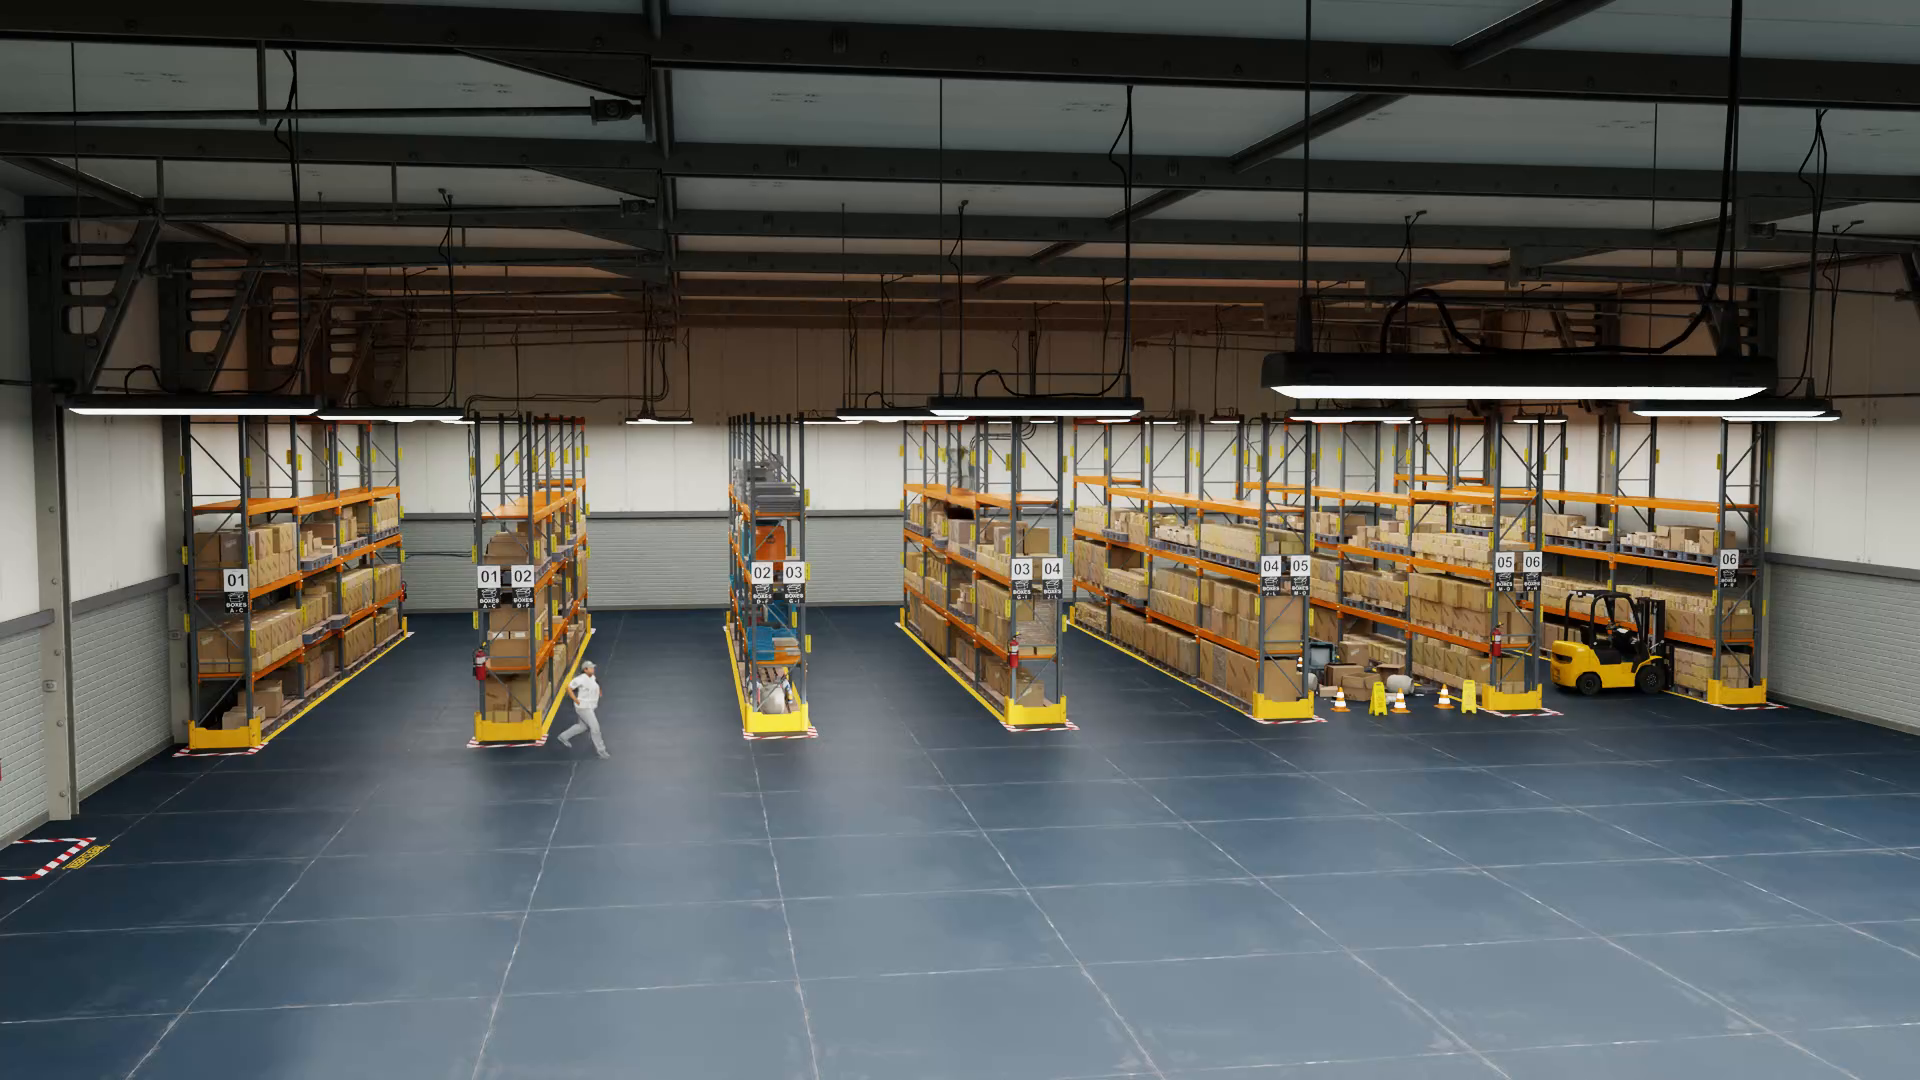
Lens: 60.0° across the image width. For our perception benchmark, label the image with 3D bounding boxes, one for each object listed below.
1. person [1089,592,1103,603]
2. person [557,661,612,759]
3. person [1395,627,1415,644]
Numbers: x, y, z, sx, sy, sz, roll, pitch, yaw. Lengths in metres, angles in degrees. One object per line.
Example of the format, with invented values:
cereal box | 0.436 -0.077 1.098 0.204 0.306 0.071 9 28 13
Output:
person | 4.108 1.501 50.072 0.878 1.588 0.511 -2 4 -29
person | -6.531 2.948 28.907 1.058 1.706 0.571 1 4 9
person | 11.307 1.938 42.270 0.688 1.781 0.950 -1 4 -13
